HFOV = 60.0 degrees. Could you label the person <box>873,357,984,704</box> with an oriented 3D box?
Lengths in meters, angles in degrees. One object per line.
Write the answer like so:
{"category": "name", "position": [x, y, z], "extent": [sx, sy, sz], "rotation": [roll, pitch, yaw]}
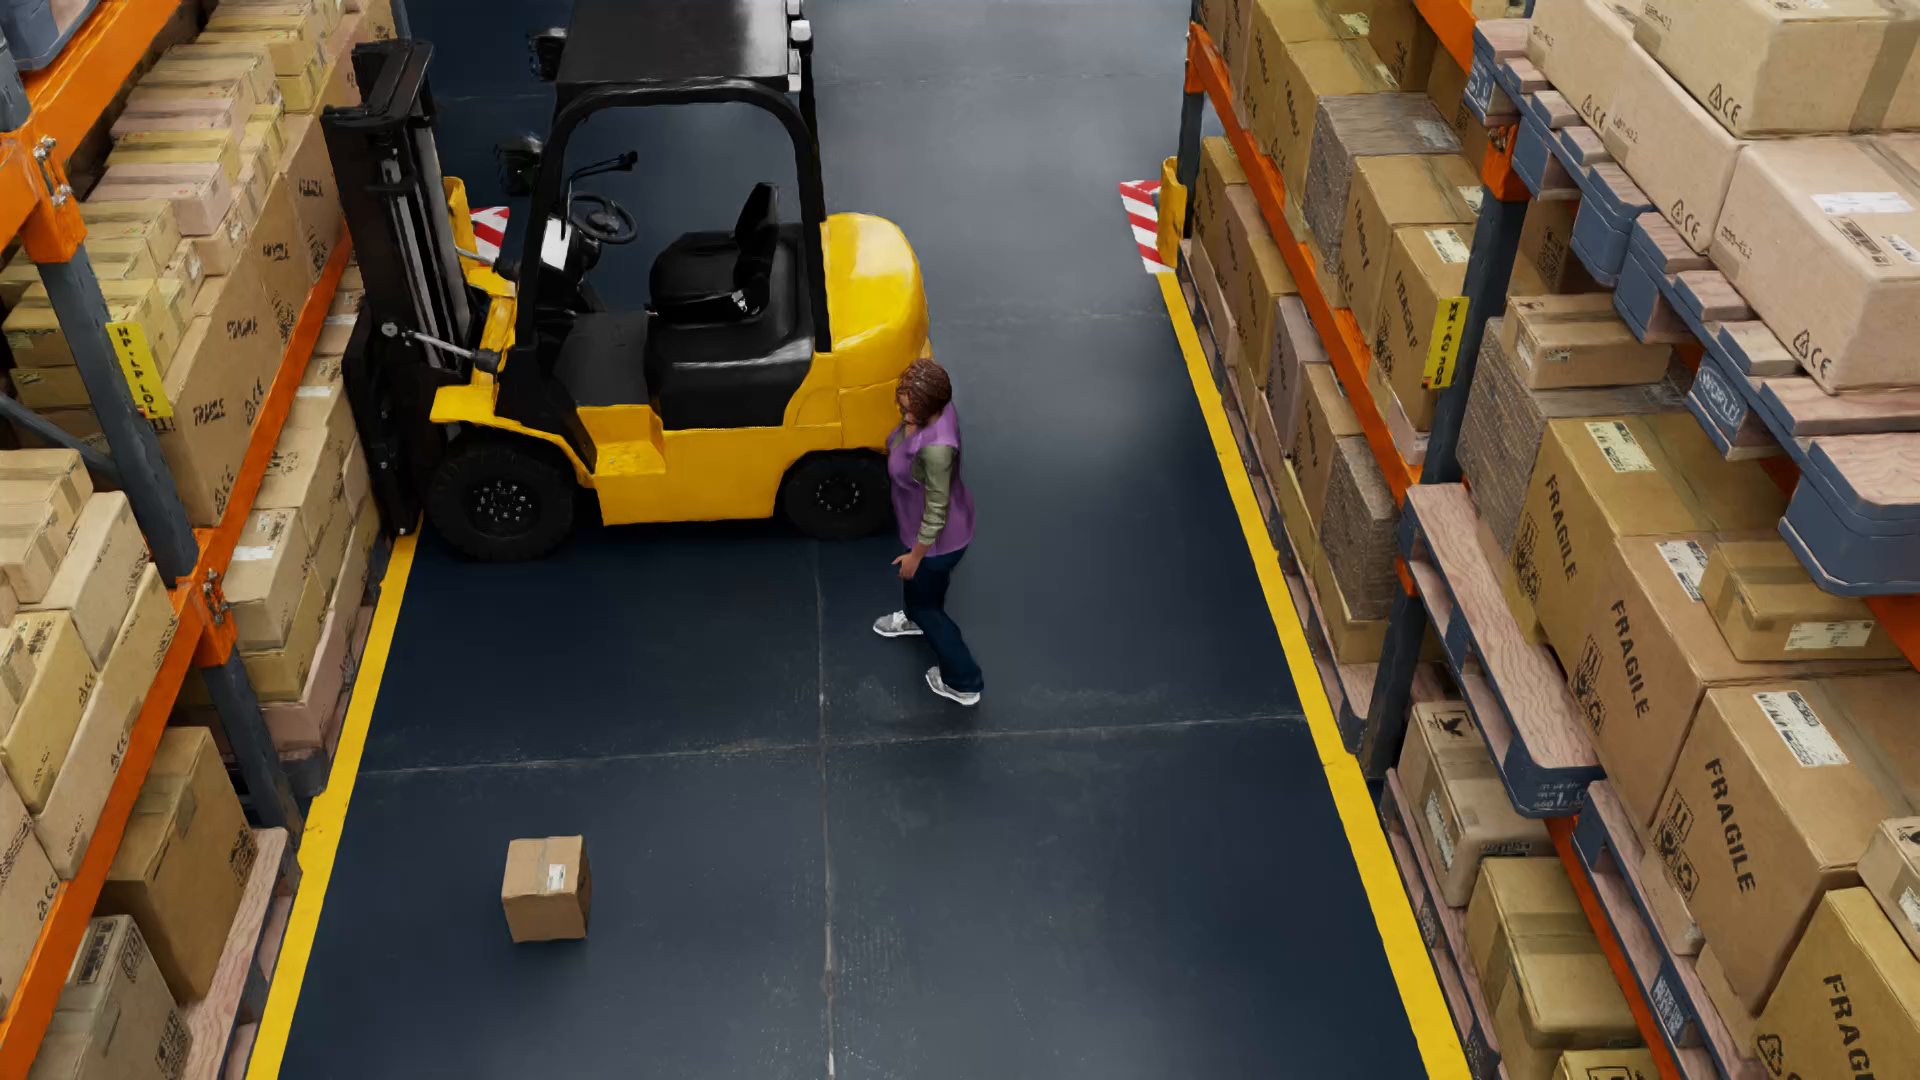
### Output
{"category": "person", "position": [-0.136, -0.076, 6.269], "extent": [0.495, 1.578, 0.550], "rotation": [3, 40, 4]}
